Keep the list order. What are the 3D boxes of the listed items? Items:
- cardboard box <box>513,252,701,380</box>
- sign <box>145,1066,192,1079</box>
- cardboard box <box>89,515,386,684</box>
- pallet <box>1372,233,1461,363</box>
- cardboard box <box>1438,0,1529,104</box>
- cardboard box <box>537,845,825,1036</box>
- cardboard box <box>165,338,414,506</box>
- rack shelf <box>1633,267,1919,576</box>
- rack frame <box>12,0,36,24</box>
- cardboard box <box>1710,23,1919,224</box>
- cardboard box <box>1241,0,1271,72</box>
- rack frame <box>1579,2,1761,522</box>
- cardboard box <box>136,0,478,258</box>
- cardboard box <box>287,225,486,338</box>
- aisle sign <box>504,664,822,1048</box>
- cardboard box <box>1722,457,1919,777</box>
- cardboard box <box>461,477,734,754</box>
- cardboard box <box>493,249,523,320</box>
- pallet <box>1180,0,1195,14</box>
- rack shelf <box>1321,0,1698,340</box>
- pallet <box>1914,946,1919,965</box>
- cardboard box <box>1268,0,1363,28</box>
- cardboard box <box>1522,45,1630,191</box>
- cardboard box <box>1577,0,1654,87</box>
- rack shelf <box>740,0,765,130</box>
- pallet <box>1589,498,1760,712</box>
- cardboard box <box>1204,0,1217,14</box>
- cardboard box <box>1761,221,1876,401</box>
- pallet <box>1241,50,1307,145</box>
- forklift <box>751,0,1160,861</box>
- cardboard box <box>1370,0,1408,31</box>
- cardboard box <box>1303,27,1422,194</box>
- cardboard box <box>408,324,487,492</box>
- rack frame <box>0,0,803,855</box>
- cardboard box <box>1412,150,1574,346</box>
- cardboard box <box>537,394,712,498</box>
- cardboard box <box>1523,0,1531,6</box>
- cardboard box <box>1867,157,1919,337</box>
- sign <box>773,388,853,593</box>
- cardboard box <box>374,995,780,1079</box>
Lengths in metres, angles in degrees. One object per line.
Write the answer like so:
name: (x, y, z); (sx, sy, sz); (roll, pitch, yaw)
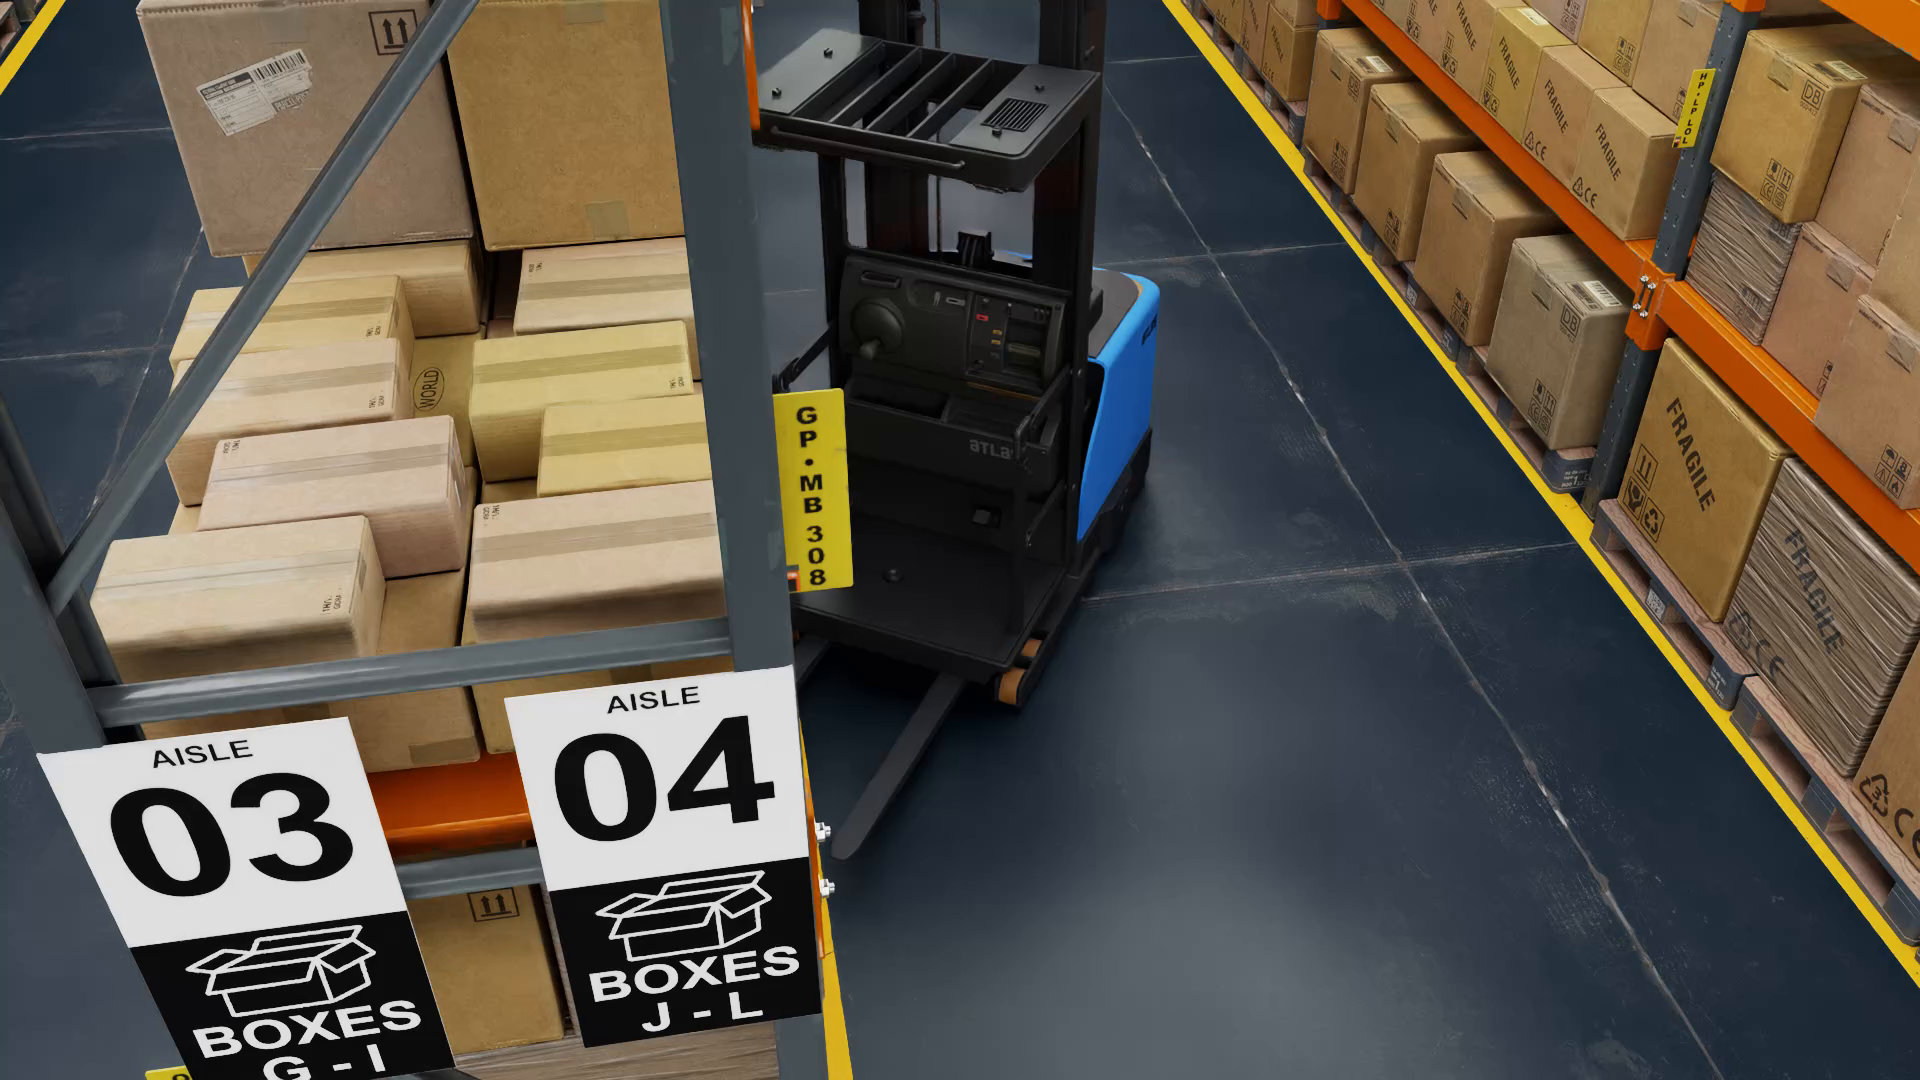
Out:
cardboard box: (-0.647, -0.424, 3.204); (0.380, 0.149, 0.250); (-5, 38, -6)
sign: (-1.283, 0.994, 2.825); (0.100, 0.325, 0.005); (-6, 38, -8)
cardboard box: (-1.089, 0.111, 2.514); (0.380, 0.149, 0.250); (-6, 38, -8)
pallet: (3.040, -1.456, 9.452); (1.003, 0.211, 1.213); (-6, 38, -8)
cardboard box: (2.843, -2.603, 8.574); (0.500, 0.500, 0.500); (-7, 38, -8)
cardboard box: (-0.561, 0.615, 3.375); (0.500, 0.500, 0.500); (-6, 38, -8)
cardboard box: (-1.175, -0.212, 2.930); (0.380, 0.149, 0.250); (-8, 39, -10)
rack shelf: (3.817, 0.132, 5.722); (1.077, 0.370, 4.000); (-6, 38, -8)
rack frame: (-7.713, -5.187, 11.982); (1.000, 3.000, 0.127); (-6, 38, -8)
cardboard box: (3.497, -1.619, 6.387); (0.875, 0.550, 0.550); (-6, 38, -8)
cardboard box: (2.305, -3.638, 11.684); (0.500, 0.500, 0.500); (-5, 38, -6)
rack frame: (3.466, -1.360, 7.056); (1.000, 3.000, 0.127); (-6, 38, -8)
cardboard box: (-1.254, -0.920, 3.313); (0.500, 0.500, 0.500); (-6, 38, -8)
cardboard box: (-1.163, -0.524, 3.332); (0.380, 0.149, 0.250); (-6, 38, -7)
aisle sign: (-0.427, 0.507, 2.534); (0.394, 0.787, 0.004); (-6, 38, -8)
cardboard box: (3.669, 0.244, 6.380); (0.875, 0.875, 0.875); (-6, 38, -8)
cardboard box: (-0.563, 0.084, 2.874); (0.500, 0.250, 0.500); (-5, 38, -7)
cardboard box: (-0.743, -0.527, 3.660); (0.500, 0.250, 0.500); (-6, 38, -8)
pallet: (2.202, -4.621, 13.526); (1.003, 0.211, 1.213); (-6, 38, -8)
rack shelf: (3.116, -2.284, 8.832); (1.077, 0.370, 4.000); (-6, 38, -8)
pallet: (3.950, 1.682, 5.413); (1.003, 0.211, 1.213); (-6, 38, -8)
cardboard box: (2.387, -3.636, 11.069); (0.500, 0.250, 0.500); (-7, 38, -9)
cardboard box: (3.023, -1.991, 7.787); (0.500, 0.500, 0.500); (-7, 38, -8)
cardboard box: (3.281, -2.404, 7.503); (0.700, 0.500, 0.500); (-7, 38, -9)
rack shelf: (-1.084, -1.764, 3.274); (1.077, 0.370, 4.000); (-6, 38, -8)
pallet: (3.523, 0.209, 7.310); (1.003, 0.211, 1.213); (-6, 38, -8)
cardboard box: (2.132, -4.262, 12.486); (0.500, 0.500, 0.500); (-6, 38, -7)
cardboard box: (3.661, -0.868, 6.300); (0.875, 0.550, 0.550); (-6, 38, -8)
pallet: (2.629, -3.147, 11.629); (1.003, 0.211, 1.213); (-6, 38, -8)
forklift: (-0.124, -0.773, 6.356); (1.130, 2.935, 3.031); (15, 40, 18)
cardboard box: (2.670, -3.209, 9.354); (0.500, 0.500, 0.500); (-7, 38, -8)
cardboard box: (2.783, -2.676, 10.241); (1.050, 0.750, 0.750); (-7, 38, -9)
cardboard box: (-1.158, -0.162, 3.191); (0.500, 0.250, 0.500); (-6, 38, -8)
rack frame: (-0.733, -0.841, 1.498); (1.000, 3.000, 0.127); (-6, 38, -8)
cardboard box: (3.104, -1.586, 8.838); (1.050, 0.750, 0.750); (-6, 38, -8)
cardboard box: (-0.504, -0.113, 2.803); (0.380, 0.149, 0.250); (-5, 38, -7)
cardboard box: (3.106, -3.015, 8.289); (0.700, 0.500, 0.500); (-7, 38, -8)
cardboard box: (3.667, -0.959, 5.537); (0.875, 0.550, 0.550); (-6, 38, -8)
sign: (-0.199, -0.060, 2.225); (0.100, 0.325, 0.005); (-6, 38, -8)
cardboard box: (-0.803, 1.036, 3.648); (0.875, 0.500, 0.500); (-6, 38, -8)
